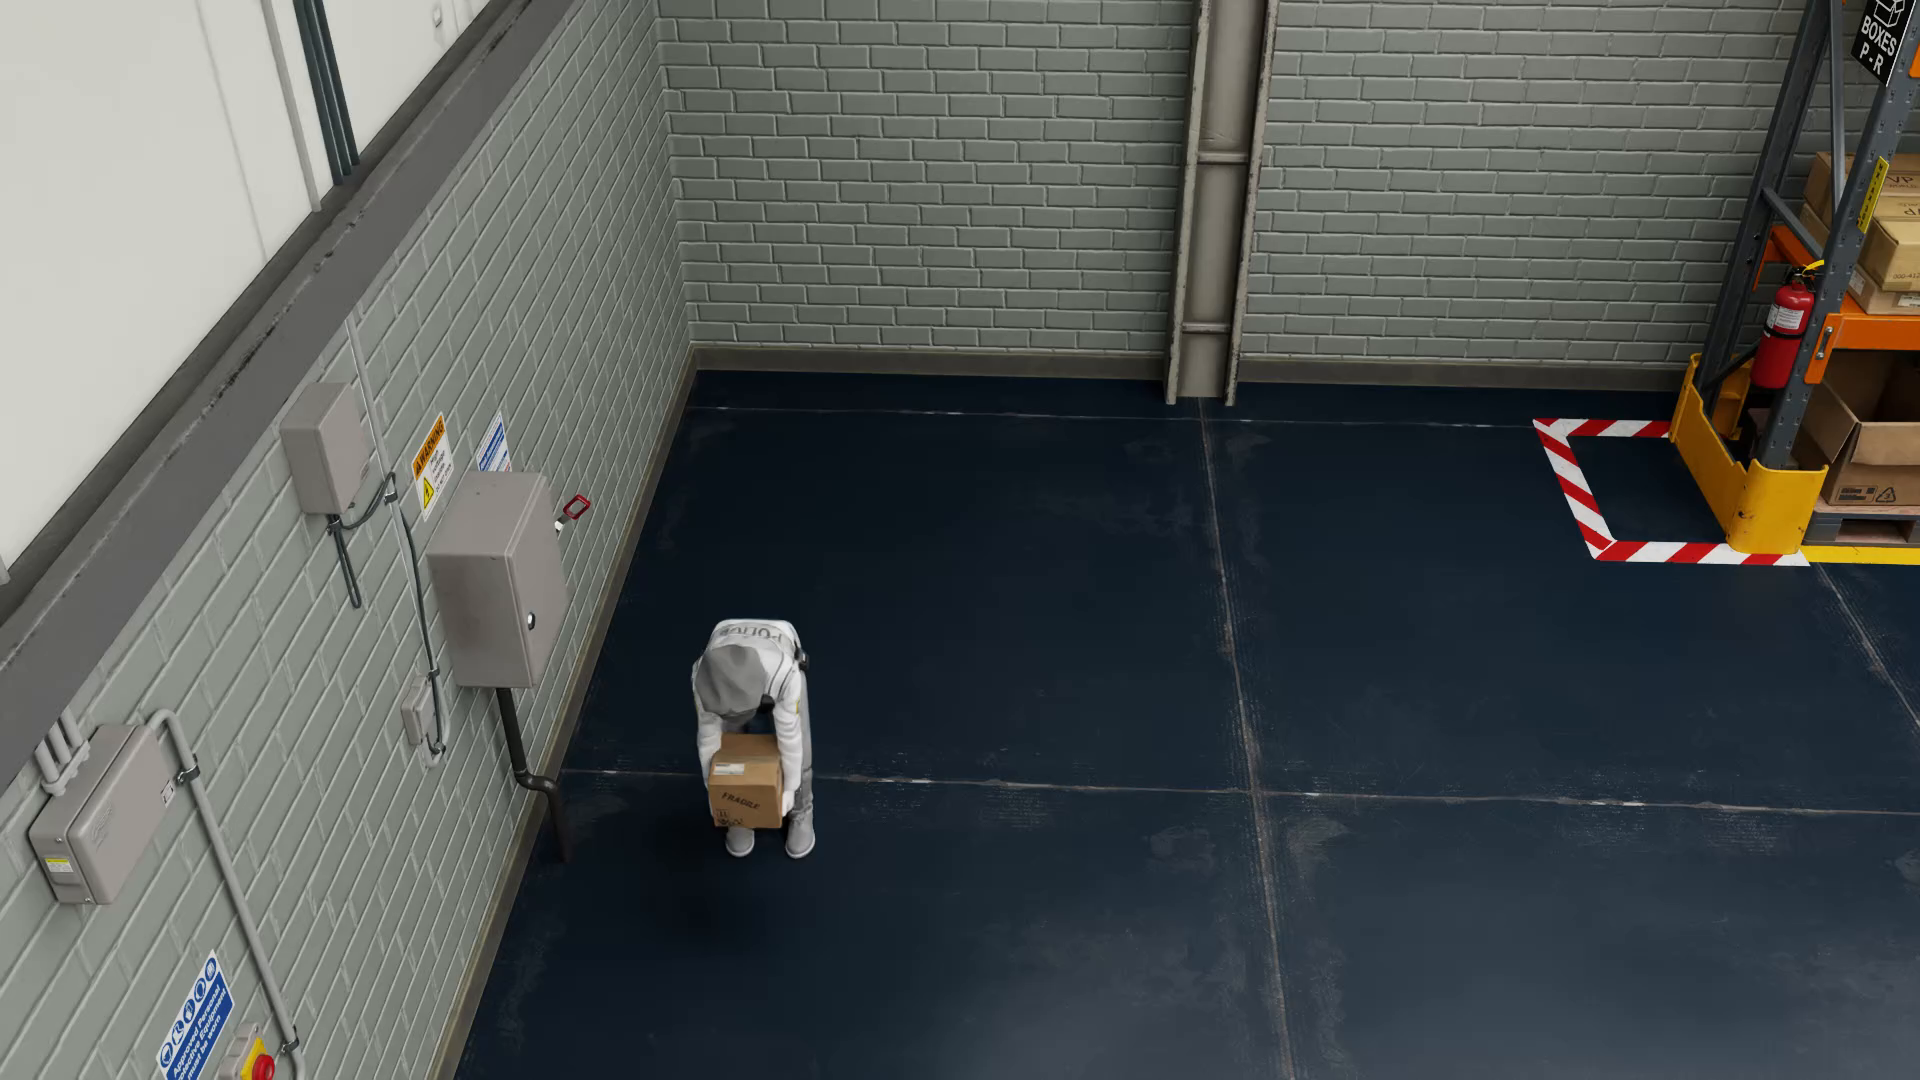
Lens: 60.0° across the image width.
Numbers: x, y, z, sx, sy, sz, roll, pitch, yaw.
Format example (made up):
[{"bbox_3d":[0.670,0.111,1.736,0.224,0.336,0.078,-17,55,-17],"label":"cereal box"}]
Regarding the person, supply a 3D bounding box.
[{"bbox_3d":[-0.773,0.780,6.414,0.401,1.228,0.641,1,36,1],"label":"person"}]
